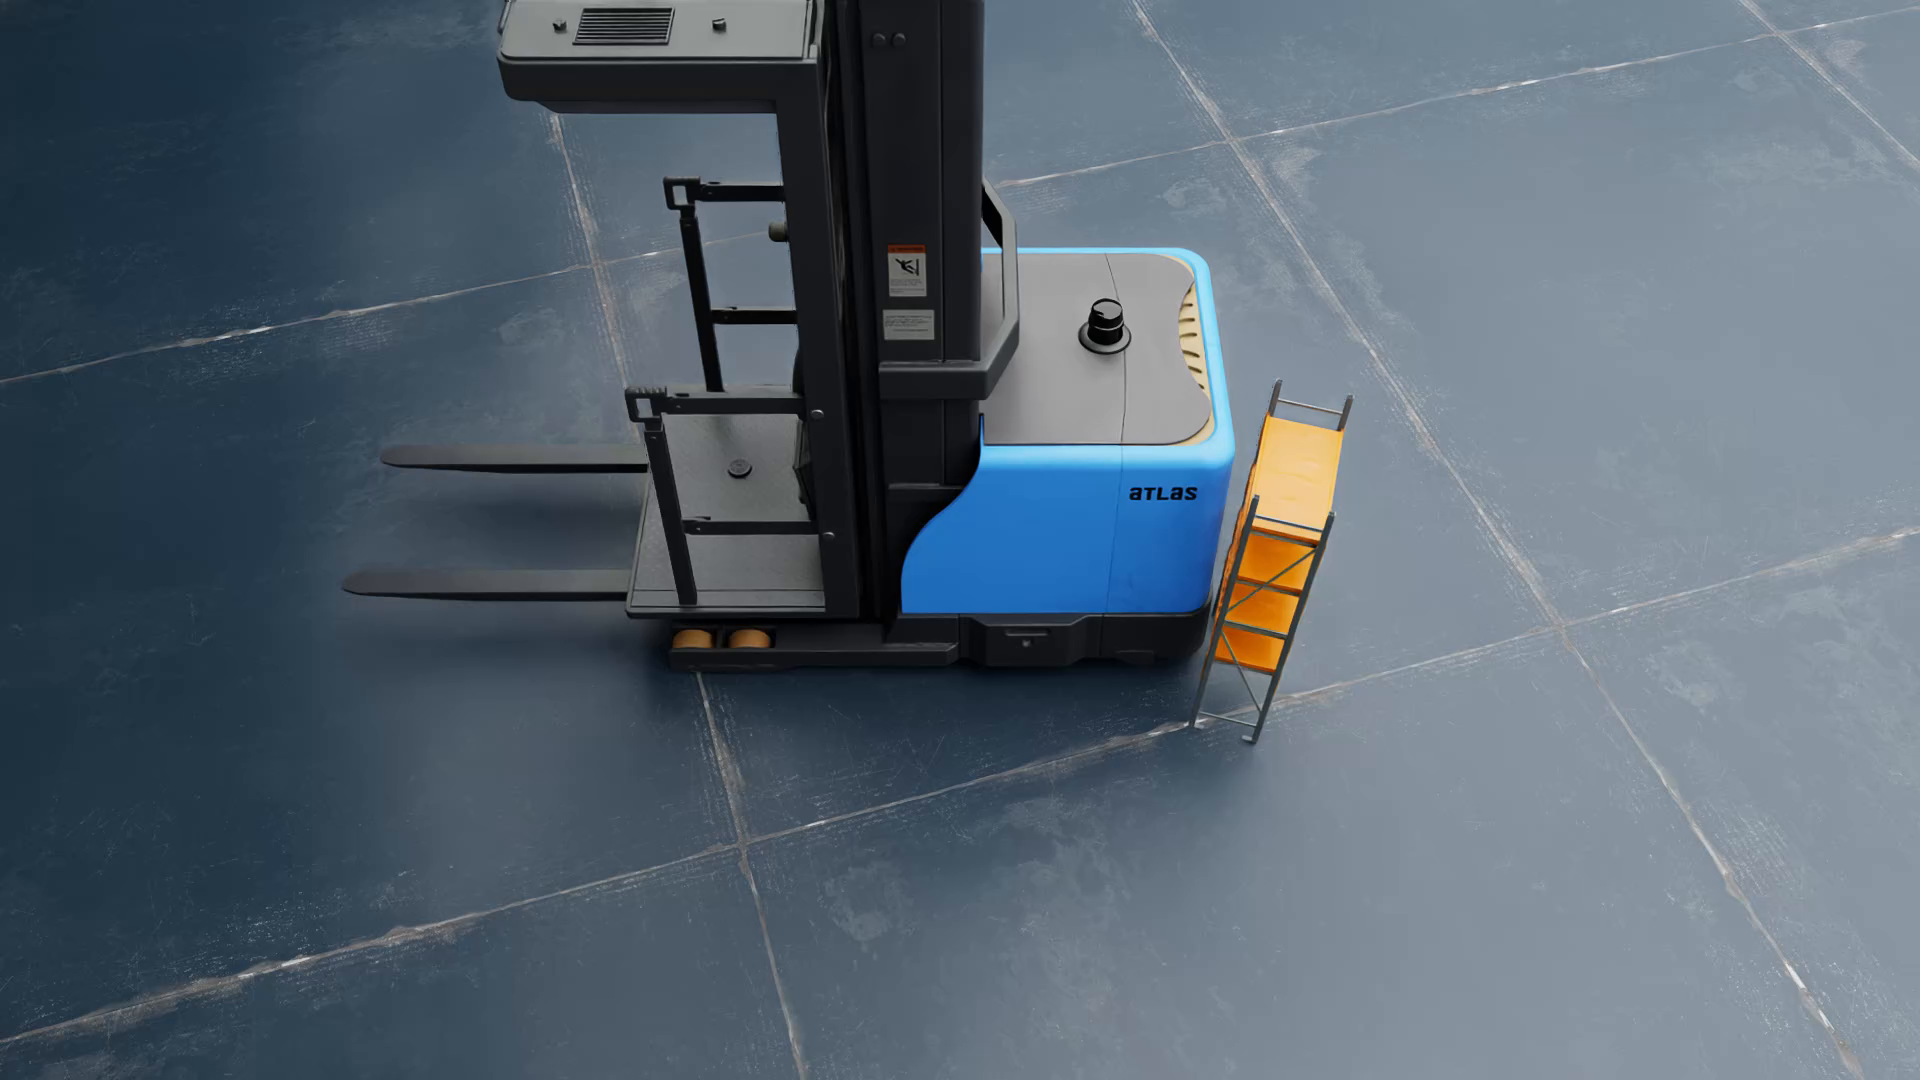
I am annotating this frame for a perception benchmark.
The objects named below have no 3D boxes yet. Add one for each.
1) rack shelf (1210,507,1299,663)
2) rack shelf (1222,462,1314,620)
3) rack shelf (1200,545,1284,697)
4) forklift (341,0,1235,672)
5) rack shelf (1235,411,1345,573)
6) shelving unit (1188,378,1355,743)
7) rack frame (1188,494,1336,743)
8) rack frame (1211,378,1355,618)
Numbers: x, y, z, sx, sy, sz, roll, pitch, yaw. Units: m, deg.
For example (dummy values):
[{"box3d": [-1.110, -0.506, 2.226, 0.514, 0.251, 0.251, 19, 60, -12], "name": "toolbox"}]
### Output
[{"box3d": [0.987, 0.142, 5.425, 0.258, 0.148, 0.480, 13, 51, 7], "name": "rack shelf"}, {"box3d": [0.998, 0.000, 5.253, 0.258, 0.148, 0.480, 13, 51, 7], "name": "rack shelf"}, {"box3d": [0.977, 0.267, 5.579, 0.258, 0.148, 0.480, 13, 51, 7], "name": "rack shelf"}, {"box3d": [-0.651, -0.886, 5.080, 3.031, 2.935, 1.130, 0, 50, 0], "name": "forklift"}, {"box3d": [1.009, -0.150, 5.070, 0.258, 0.148, 0.480, 13, 51, 7], "name": "rack shelf"}, {"box3d": [0.990, 0.099, 5.373, 0.258, 1.200, 0.503, 13, 51, 7], "name": "shelving unit"}, {"box3d": [0.928, 0.279, 5.221, 0.240, 1.200, 0.015, 13, 51, 7], "name": "rack frame"}, {"box3d": [1.052, -0.081, 5.525, 0.240, 1.200, 0.015, 13, 51, 7], "name": "rack frame"}]
